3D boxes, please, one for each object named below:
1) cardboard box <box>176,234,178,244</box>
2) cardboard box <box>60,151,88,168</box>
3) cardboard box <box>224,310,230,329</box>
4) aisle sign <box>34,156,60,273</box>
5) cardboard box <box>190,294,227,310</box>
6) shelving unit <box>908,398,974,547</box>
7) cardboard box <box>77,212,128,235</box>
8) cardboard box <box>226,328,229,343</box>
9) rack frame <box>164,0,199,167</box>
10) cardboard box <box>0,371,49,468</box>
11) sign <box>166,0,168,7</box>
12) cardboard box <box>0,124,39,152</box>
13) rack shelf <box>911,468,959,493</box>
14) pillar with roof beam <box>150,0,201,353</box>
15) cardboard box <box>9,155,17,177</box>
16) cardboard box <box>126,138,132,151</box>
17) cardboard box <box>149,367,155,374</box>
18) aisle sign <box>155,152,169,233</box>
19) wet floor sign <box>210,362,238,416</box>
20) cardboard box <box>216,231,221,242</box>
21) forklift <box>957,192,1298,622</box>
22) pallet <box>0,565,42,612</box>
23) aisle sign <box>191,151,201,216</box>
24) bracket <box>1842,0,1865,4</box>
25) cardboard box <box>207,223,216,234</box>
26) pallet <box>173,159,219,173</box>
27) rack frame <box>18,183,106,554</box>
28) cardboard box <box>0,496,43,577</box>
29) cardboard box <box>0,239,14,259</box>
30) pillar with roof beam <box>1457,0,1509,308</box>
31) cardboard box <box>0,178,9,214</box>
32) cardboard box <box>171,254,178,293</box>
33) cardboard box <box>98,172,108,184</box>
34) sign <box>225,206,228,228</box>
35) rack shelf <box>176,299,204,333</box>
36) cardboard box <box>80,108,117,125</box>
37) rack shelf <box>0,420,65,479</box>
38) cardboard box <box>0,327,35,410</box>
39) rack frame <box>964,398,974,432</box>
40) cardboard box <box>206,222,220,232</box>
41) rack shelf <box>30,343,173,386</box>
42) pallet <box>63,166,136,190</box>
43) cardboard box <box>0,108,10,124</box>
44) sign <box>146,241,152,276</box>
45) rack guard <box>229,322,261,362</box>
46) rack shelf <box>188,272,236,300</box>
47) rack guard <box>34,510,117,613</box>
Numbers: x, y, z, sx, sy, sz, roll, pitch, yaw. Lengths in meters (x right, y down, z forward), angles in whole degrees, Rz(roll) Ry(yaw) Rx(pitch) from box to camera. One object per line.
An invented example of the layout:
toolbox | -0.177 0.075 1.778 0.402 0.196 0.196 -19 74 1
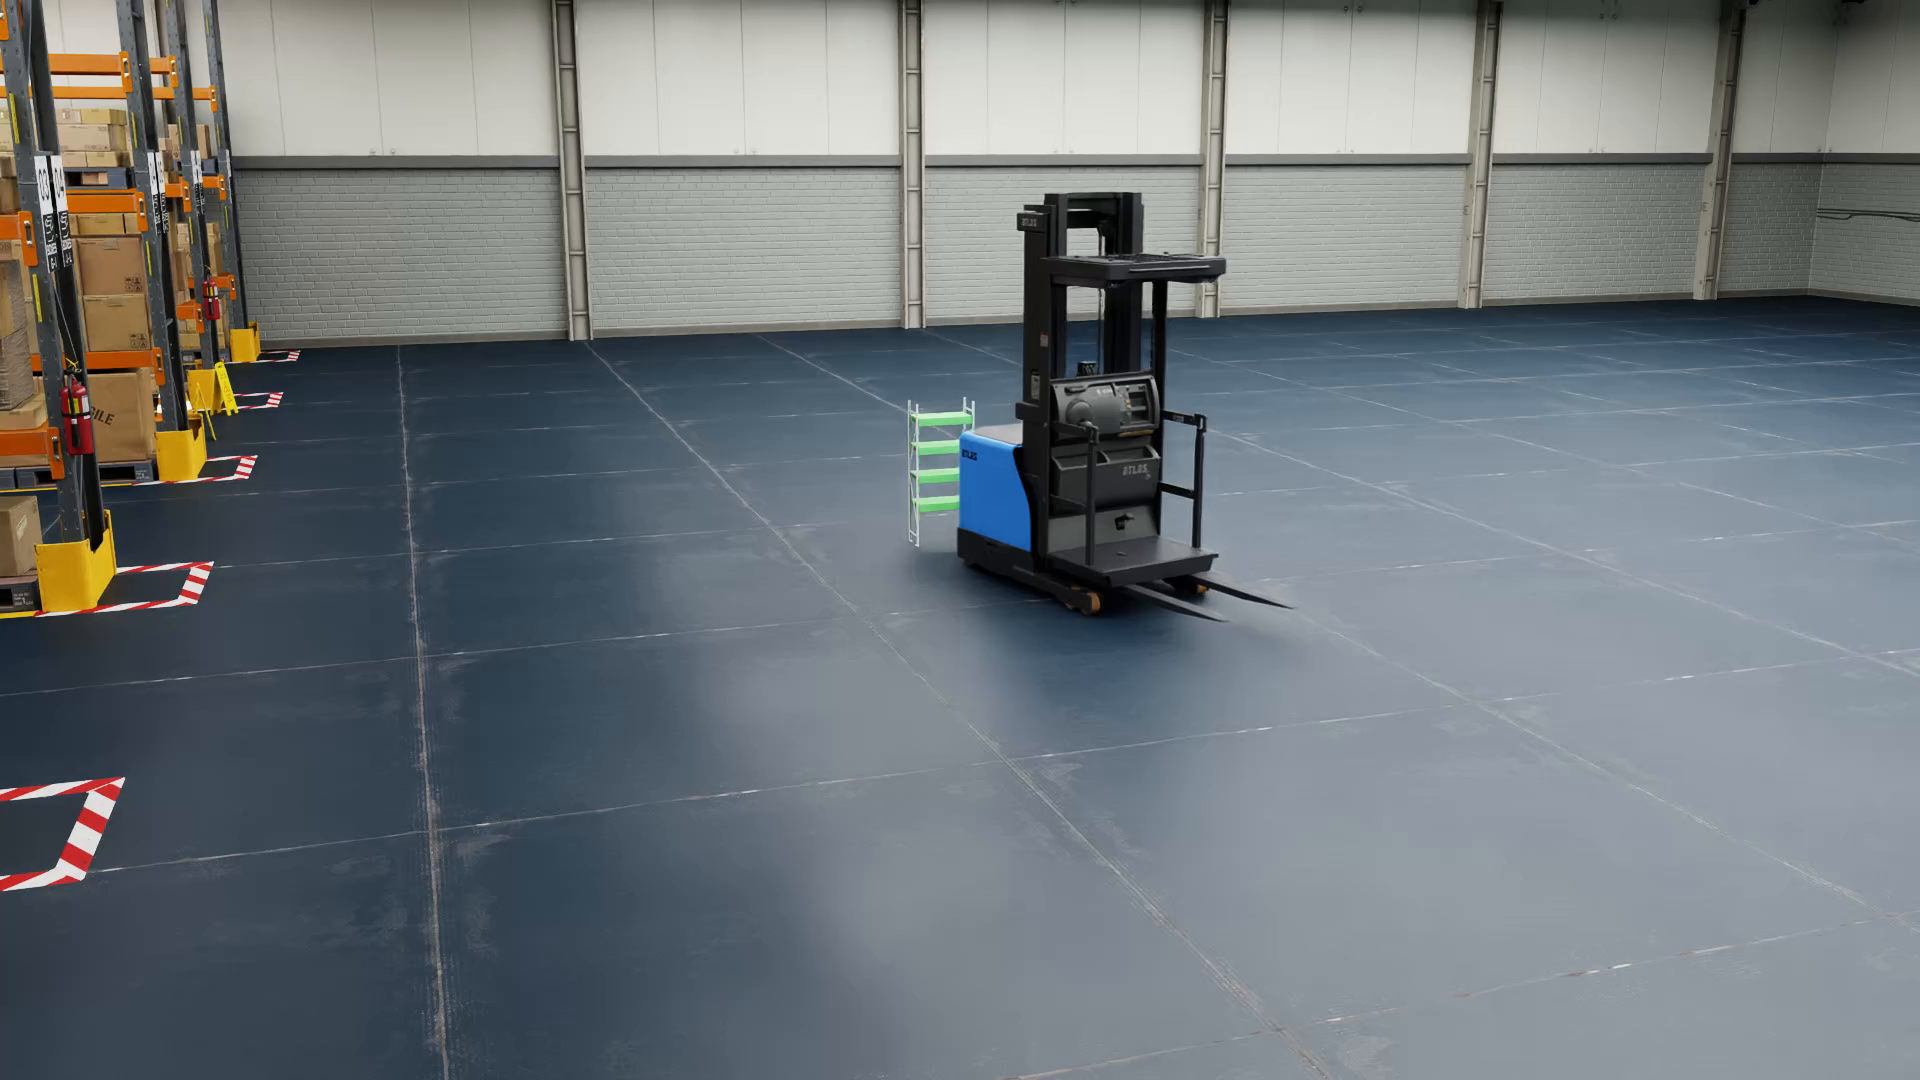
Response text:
cardboard box | -12.028 -4.587 25.327 0.250 0.149 0.380 -4 14 -17
cardboard box | -8.475 -3.647 15.930 0.250 0.149 0.380 -4 14 -18
cardboard box | -11.802 -3.462 26.167 0.500 0.250 0.500 -4 14 -17
aisle sign | -6.389 -2.283 11.639 0.004 0.787 0.394 -4 14 -18
cardboard box | -11.806 -3.700 26.089 0.500 0.250 0.500 -5 14 -19
shelving unit | -0.157 -0.571 13.953 0.503 1.200 0.258 -4 14 -18
cardboard box | -10.600 -3.811 20.663 0.500 0.500 0.700 -4 14 -18
cardboard box | -11.818 -3.214 26.208 0.500 0.250 0.500 -4 14 -18
rack frame | -9.704 -6.171 20.640 0.127 3.000 1.000 -4 14 -18
cardboard box | -9.484 -1.215 16.453 0.875 0.875 0.875 -5 14 -19
sign | -9.546 -6.579 19.996 0.005 0.325 0.100 -4 14 -18
cardboard box | -8.878 -3.824 15.813 0.500 0.250 0.500 -4 14 -18
rack shelf | -0.157 -0.509 13.967 0.480 0.148 0.258 -4 14 -18
pillar with roof beam | -10.865 -6.462 21.861 0.400 9.000 9.100 -4 14 -18
cardboard box | -6.878 -2.690 11.949 0.250 0.149 0.380 -5 14 -18
cardboard box | -10.187 -4.877 20.502 0.250 0.149 0.380 -4 14 -17
cardboard box | -10.380 -2.368 21.028 0.500 0.500 0.500 -4 14 -18
aisle sign | -8.058 -3.510 16.800 0.004 0.787 0.394 -4 14 -18
wet floor sign | -9.182 -1.886 20.679 0.232 0.644 0.267 0 13 1
cardboard box | -11.695 -4.737 25.957 0.250 0.149 0.380 -5 14 -20
forklift | 1.196 -1.011 12.059 1.130 2.935 3.031 -8 16 -32
pallet | -7.396 0.335 12.277 1.213 0.211 1.003 -4 14 -18
aisle sign | -9.553 -4.458 20.786 0.004 0.787 0.394 -4 14 -18
bracket | 18.948 -11.499 35.260 0.430 0.232 0.235 -4 14 -18
cardboard box | -11.563 -4.777 25.484 0.250 0.149 0.380 -4 14 -18
pallet | -11.969 -5.711 25.378 1.213 0.211 1.003 -4 14 -18
rack frame | -6.543 -1.079 12.197 0.127 3.000 1.000 -4 14 -18
cardboard box | -7.140 -0.025 12.259 0.500 0.500 0.500 -2 14 -8
cardboard box | -9.459 -2.681 16.276 0.550 0.550 0.875 -4 14 -18
pillar with roof beam | 11.882 -8.233 29.308 0.548 9.000 9.100 -4 14 -18
cardboard box | -6.919 -2.374 11.483 0.500 0.250 0.500 -4 14 -17
cardboard box | -10.130 -3.345 20.866 0.500 0.500 0.500 -5 14 -19
cardboard box | -10.441 -4.464 20.489 0.250 0.149 0.380 -4 14 -16
sign | -11.131 -4.899 25.244 0.005 0.325 0.100 -4 14 -18
rack shelf | -11.599 -2.755 20.797 4.000 0.370 1.077 -4 14 -18
cardboard box | -8.240 -4.053 15.914 0.250 0.149 0.380 -4 14 -18
rack shelf | -8.439 -0.581 11.660 4.000 0.370 1.077 -4 14 -18
cardboard box | -7.073 -1.238 12.006 0.500 0.500 0.875 -4 14 -18
rack frame | 0.074 -0.590 14.028 0.015 1.200 0.240 -4 14 -18
cardboard box | -11.677 -4.872 25.882 0.250 0.149 0.380 -5 14 -19
rack shelf | -9.925 -1.677 16.264 4.000 0.370 1.077 -4 14 -18
pallet | -8.729 -3.533 16.225 1.213 0.211 1.003 -4 14 -18
cardboard box | -8.965 -3.996 15.676 0.250 0.149 0.380 -4 14 -17
sign | -7.869 -2.733 16.136 0.005 0.325 0.100 -4 14 -18
rack guard | -11.268 -3.127 26.207 0.348 0.500 1.175 -4 14 -18
rack shelf | -13.186 -3.843 25.373 4.000 0.370 1.077 -4 14 -18
rack guard | -6.615 0.143 12.463 0.348 0.500 1.175 -4 14 -18
